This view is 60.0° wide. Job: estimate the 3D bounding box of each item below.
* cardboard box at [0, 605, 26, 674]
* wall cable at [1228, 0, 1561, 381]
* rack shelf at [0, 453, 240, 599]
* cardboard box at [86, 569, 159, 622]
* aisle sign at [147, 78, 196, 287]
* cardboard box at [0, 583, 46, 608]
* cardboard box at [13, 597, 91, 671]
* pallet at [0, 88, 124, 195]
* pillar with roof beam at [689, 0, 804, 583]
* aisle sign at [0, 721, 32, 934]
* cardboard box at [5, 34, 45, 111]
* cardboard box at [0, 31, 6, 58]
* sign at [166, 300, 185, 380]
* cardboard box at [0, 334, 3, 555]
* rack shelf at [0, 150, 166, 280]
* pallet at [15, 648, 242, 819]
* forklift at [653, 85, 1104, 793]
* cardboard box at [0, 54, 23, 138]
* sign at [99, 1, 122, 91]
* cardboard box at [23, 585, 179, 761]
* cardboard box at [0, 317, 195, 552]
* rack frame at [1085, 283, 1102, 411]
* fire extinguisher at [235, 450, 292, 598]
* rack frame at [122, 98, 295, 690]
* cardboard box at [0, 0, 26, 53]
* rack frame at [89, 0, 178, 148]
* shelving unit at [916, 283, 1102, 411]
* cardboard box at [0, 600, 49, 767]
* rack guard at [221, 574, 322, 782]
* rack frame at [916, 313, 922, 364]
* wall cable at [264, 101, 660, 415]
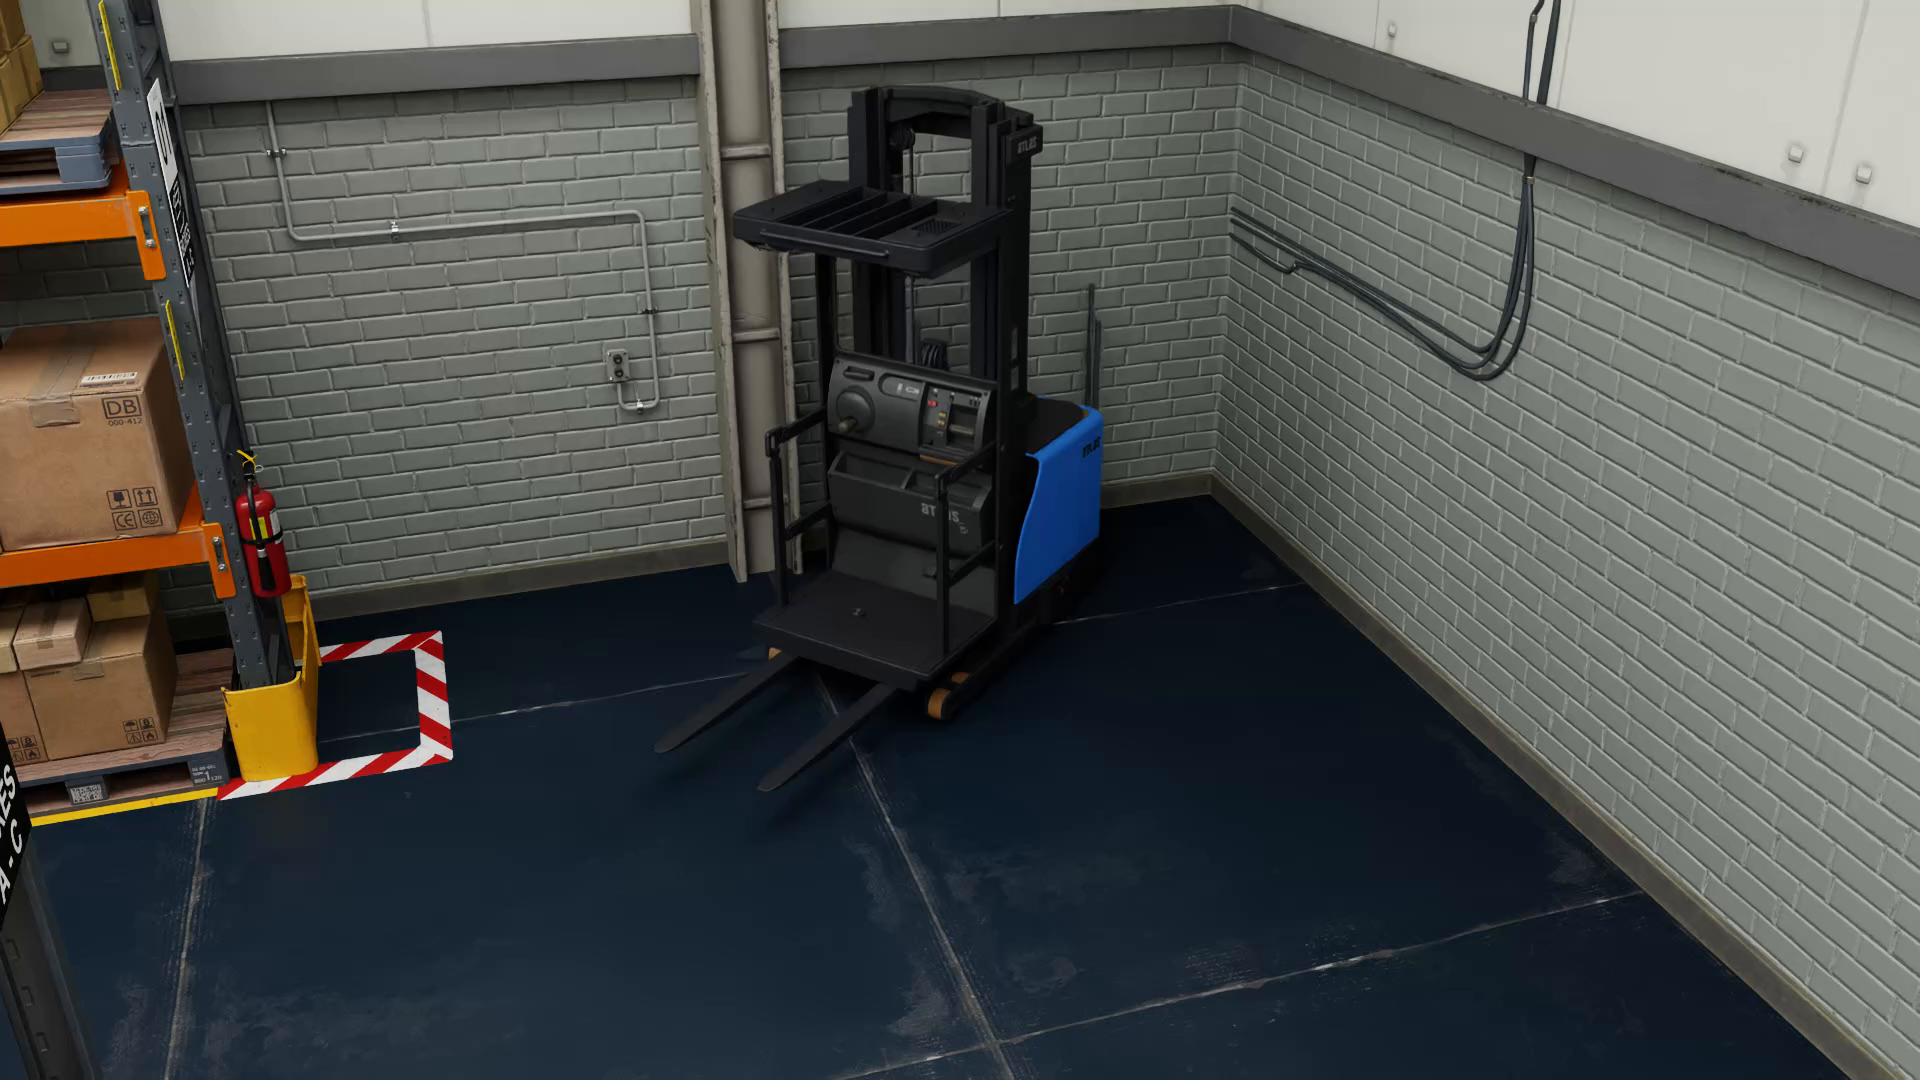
[{"bbox_3d":[-4.402,0.462,7.556,0.250,0.149,0.380,-7,27,-15],"label":"cardboard box"},{"bbox_3d":[2.030,-2.372,8.400,0.112,2.526,3.097,-8,28,-16],"label":"wall cable"},{"bbox_3d":[-5.360,0.150,7.384,4.000,0.370,1.077,-8,28,-16],"label":"rack shelf"},{"bbox_3d":[-4.036,0.230,8.023,0.250,0.149,0.380,-8,28,-16],"label":"cardboard box"},{"bbox_3d":[-3.297,-1.495,6.965,0.004,0.787,0.394,-8,28,-16],"label":"aisle sign"},{"bbox_3d":[-4.518,0.300,7.882,0.250,0.149,0.380,-8,28,-16],"label":"cardboard box"},{"bbox_3d":[-4.159,0.426,7.627,0.250,0.149,0.380,-9,28,-17],"label":"cardboard box"},{"bbox_3d":[-4.161,-1.645,6.917,1.213,0.211,1.003,-8,28,-16],"label":"pallet"},{"bbox_3d":[0.174,-2.052,4.264,0.400,9.000,9.100,-8,28,-16],"label":"pillar with roof beam"},{"bbox_3d":[-1.947,0.348,3.252,0.004,0.787,0.394,-8,28,-16],"label":"aisle sign"},{"bbox_3d":[-4.229,-1.960,7.036,0.500,0.250,0.500,-7,27,-13],"label":"cardboard box"},{"bbox_3d":[-4.070,-2.077,6.428,0.500,0.500,0.500,-8,28,-16],"label":"cardboard box"},{"bbox_3d":[-3.304,-0.841,7.003,0.005,0.325,0.100,-8,28,-16],"label":"sign"},{"bbox_3d":[-4.629,-0.403,7.351,0.700,0.700,0.980,-8,28,-17],"label":"cardboard box"},{"bbox_3d":[-5.360,-1.194,6.717,4.000,0.370,1.077,-8,28,-16],"label":"rack shelf"},{"bbox_3d":[-4.195,0.944,8.111,1.213,0.211,1.003,-8,28,-16],"label":"pallet"},{"bbox_3d":[-0.371,-0.633,8.229,1.130,2.935,3.031,15,30,27],"label":"forklift"},{"bbox_3d":[-4.073,-1.744,6.601,0.500,0.250,0.500,-7,27,-15],"label":"cardboard box"},{"bbox_3d":[-3.304,-1.921,6.467,0.005,0.325,0.100,-8,28,-16],"label":"sign"},{"bbox_3d":[-4.093,0.622,7.962,0.500,0.500,0.700,-8,28,-16],"label":"cardboard box"},{"bbox_3d":[-3.941,-0.508,7.562,0.700,0.700,0.980,-7,27,-14],"label":"cardboard box"},{"bbox_3d":[0.787,-0.749,10.003,0.032,1.500,0.500,-1,34,-1],"label":"rack frame"},{"bbox_3d":[-3.172,-0.072,7.528,0.183,0.674,0.296,-8,28,-16],"label":"fire extinguisher"},{"bbox_3d":[-3.459,-0.448,7.779,0.127,3.000,1.000,-8,28,-16],"label":"rack frame"},{"bbox_3d":[-4.228,-2.295,6.866,0.500,0.500,0.500,-9,28,-18],"label":"cardboard box"},{"bbox_3d":[-3.459,-3.135,6.445,0.127,3.000,1.000,-8,28,-16],"label":"rack frame"},{"bbox_3d":[0.279,-0.740,9.998,1.048,1.500,0.538,-1,34,-1],"label":"shelving unit"},{"bbox_3d":[-4.569,0.691,7.823,0.500,0.500,0.700,-8,28,-16],"label":"cardboard box"},{"bbox_3d":[-3.436,0.668,8.342,0.348,0.500,1.175,-8,28,-16],"label":"rack guard"},{"bbox_3d":[-0.229,-0.731,9.994,0.032,1.500,0.500,-1,34,-1],"label":"rack frame"},{"bbox_3d":[-2.534,-1.479,8.714,1.851,1.984,0.084,-8,28,-16],"label":"wall cable"}]
